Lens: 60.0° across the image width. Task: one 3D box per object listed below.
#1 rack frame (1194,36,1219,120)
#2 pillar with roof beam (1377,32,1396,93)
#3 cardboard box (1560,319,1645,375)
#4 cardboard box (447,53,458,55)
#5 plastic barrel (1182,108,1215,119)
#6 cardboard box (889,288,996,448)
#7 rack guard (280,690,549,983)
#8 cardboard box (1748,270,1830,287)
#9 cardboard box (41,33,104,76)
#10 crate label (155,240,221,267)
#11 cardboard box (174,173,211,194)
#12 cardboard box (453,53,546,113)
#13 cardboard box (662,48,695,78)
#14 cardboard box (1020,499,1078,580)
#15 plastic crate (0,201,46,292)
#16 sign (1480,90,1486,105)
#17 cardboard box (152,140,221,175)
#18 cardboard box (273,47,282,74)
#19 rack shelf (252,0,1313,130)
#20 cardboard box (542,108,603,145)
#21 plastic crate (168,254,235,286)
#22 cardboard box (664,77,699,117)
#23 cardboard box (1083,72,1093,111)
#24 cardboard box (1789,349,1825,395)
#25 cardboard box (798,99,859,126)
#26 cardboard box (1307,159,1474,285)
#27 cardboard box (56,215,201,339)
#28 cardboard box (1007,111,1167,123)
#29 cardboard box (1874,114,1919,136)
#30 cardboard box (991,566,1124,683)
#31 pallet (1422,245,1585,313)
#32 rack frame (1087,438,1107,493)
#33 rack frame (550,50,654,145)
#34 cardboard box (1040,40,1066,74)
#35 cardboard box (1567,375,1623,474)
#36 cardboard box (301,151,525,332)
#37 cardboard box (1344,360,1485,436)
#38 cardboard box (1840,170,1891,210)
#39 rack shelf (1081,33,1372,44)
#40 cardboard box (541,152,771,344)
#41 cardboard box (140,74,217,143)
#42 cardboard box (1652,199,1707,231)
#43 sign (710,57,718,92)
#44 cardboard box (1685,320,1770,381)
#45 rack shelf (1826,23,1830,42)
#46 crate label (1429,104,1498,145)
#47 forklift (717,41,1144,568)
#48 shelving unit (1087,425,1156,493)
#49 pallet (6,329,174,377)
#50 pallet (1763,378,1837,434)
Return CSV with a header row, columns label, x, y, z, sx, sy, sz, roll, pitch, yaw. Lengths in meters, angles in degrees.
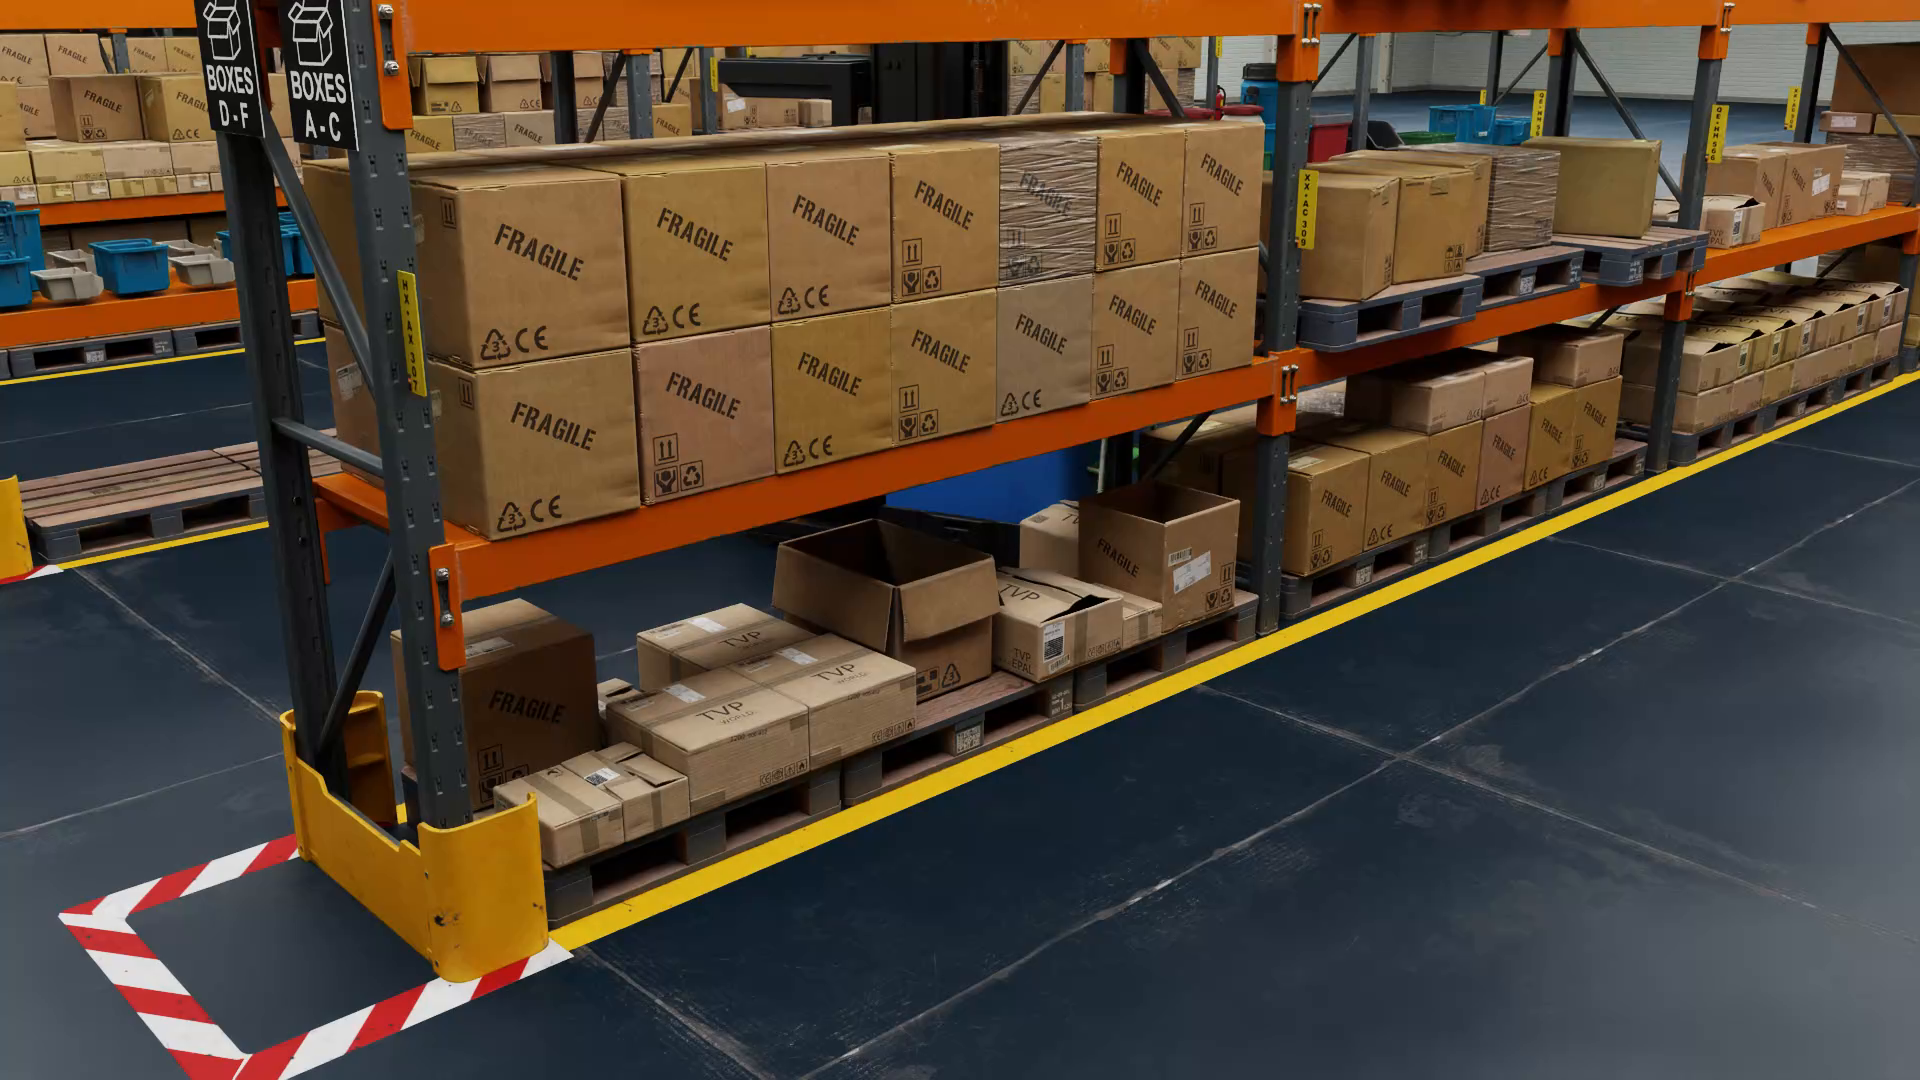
label,x,y,z,sx,sy,sz,roll,pitch,yaw
rack frame,2.998,-5.867,22.216,0.127,3.000,1.000,-16,24,-41
pillar with roof beam,16.407,-17.500,48.368,0.400,9.000,9.100,-16,24,-41
cardboard box,4.199,-1.275,10.923,0.500,0.311,0.500,-15,24,-39
cardboard box,-7.634,-7.266,25.207,0.500,0.500,0.500,-15,23,-39
plastic barrel,2.115,-3.665,15.204,0.433,0.535,0.433,0,18,0
cardboard box,-0.219,-0.660,5.994,0.500,0.500,0.500,-16,24,-40
rack guard,-1.770,0.917,5.345,0.348,0.500,1.175,-16,24,-41
cardboard box,6.423,-1.925,12.927,0.500,0.311,0.500,-16,24,-41
cardboard box,-9.212,-4.961,17.158,0.500,0.500,0.500,17,24,42
crate label,-4.351,-1.606,9.403,0.243,0.136,0.396,-16,24,-41
cardboard box,-6.279,-2.903,13.482,0.250,0.149,0.380,-16,24,-40
cardboard box,-4.316,-4.264,15.484,0.637,0.503,0.797,-15,23,-39
cardboard box,-3.972,-6.459,22.260,0.500,0.500,0.700,-17,24,-42
cardboard box,0.628,0.007,7.746,0.500,0.311,0.500,-16,24,-41
plastic crate,-5.110,-1.525,8.669,0.499,0.435,0.616,-16,24,-41
sign,6.026,-5.013,19.133,0.005,0.325,0.100,-16,24,-41
cardboard box,-6.237,-3.132,13.541,0.500,0.250,0.500,-15,23,-39
cardboard box,-9.820,-6.747,23.149,0.500,0.500,0.500,-17,25,-42
rack shelf,-0.372,-1.764,5.865,4.000,0.370,1.077,-16,24,-41
cardboard box,-3.745,-3.844,15.815,0.500,0.500,0.500,17,25,42
plastic crate,-4.037,-1.441,8.896,0.298,0.136,0.250,-16,24,-41
cardboard box,-3.806,-5.922,22.225,0.500,0.500,0.500,-17,24,-41
cardboard box,1.142,-5.516,20.491,0.500,0.500,0.875,-16,24,-41
cardboard box,5.681,-1.214,11.644,0.500,0.250,0.500,-16,24,-40
cardboard box,-1.440,-4.604,17.882,0.500,0.250,0.500,17,25,42
cardboard box,2.036,-1.561,8.092,0.500,0.500,0.700,-12,21,-32
cardboard box,-6.910,-2.200,13.672,0.875,0.875,0.875,-16,24,-41
cardboard box,0.546,-1.590,7.240,0.500,0.500,0.500,-15,24,-39
cardboard box,7.223,-3.168,12.678,0.250,0.149,0.380,-16,24,-41
cardboard box,0.318,0.310,6.812,0.500,0.311,0.500,-16,24,-41
pallet,2.578,-1.446,8.893,1.213,0.211,1.003,-16,24,-41
rack frame,0.597,-0.357,8.116,0.240,1.200,0.015,16,24,32
rack frame,-2.319,-2.214,10.950,0.127,3.000,1.000,-16,24,-41
cardboard box,0.955,-5.828,19.832,0.500,0.500,0.500,-16,24,-41
cardboard box,3.470,-0.720,9.682,0.500,0.500,0.500,-15,23,-39
cardboard box,-1.690,-0.935,5.221,0.500,0.500,0.500,-17,24,-41
cardboard box,2.327,-0.740,8.527,0.500,0.250,0.500,-16,24,-41
cardboard box,6.567,-2.613,12.423,0.500,0.250,0.500,-14,23,-37
rack shelf,2.041,-4.570,14.519,4.000,0.370,1.077,-16,24,-41
cardboard box,-0.947,-0.926,5.194,0.500,0.500,0.500,-16,24,-40
cardboard box,-6.239,-3.488,13.425,0.500,0.500,0.500,-16,24,-40
cardboard box,4.282,-1.976,10.359,0.500,0.311,0.500,-14,23,-37
sign,-2.432,-4.599,16.427,0.005,0.325,0.100,-16,24,-41
cardboard box,4.946,-1.268,10.899,0.500,0.311,0.500,-17,25,-42
rack shelf,8.348,-4.307,13.707,4.000,0.370,1.077,-16,24,-41
crate label,5.249,-4.323,17.397,0.616,0.435,0.502,-16,24,-41
forklift,-0.567,-1.478,8.791,3.031,2.935,1.130,8,20,24
shelving unit,0.739,-0.420,8.305,0.258,1.200,0.503,16,24,32
pallet,-7.215,-1.594,13.559,1.213,0.211,1.003,-16,24,-41
pallet,5.499,-1.047,11.872,1.213,0.211,1.003,-16,24,-41
